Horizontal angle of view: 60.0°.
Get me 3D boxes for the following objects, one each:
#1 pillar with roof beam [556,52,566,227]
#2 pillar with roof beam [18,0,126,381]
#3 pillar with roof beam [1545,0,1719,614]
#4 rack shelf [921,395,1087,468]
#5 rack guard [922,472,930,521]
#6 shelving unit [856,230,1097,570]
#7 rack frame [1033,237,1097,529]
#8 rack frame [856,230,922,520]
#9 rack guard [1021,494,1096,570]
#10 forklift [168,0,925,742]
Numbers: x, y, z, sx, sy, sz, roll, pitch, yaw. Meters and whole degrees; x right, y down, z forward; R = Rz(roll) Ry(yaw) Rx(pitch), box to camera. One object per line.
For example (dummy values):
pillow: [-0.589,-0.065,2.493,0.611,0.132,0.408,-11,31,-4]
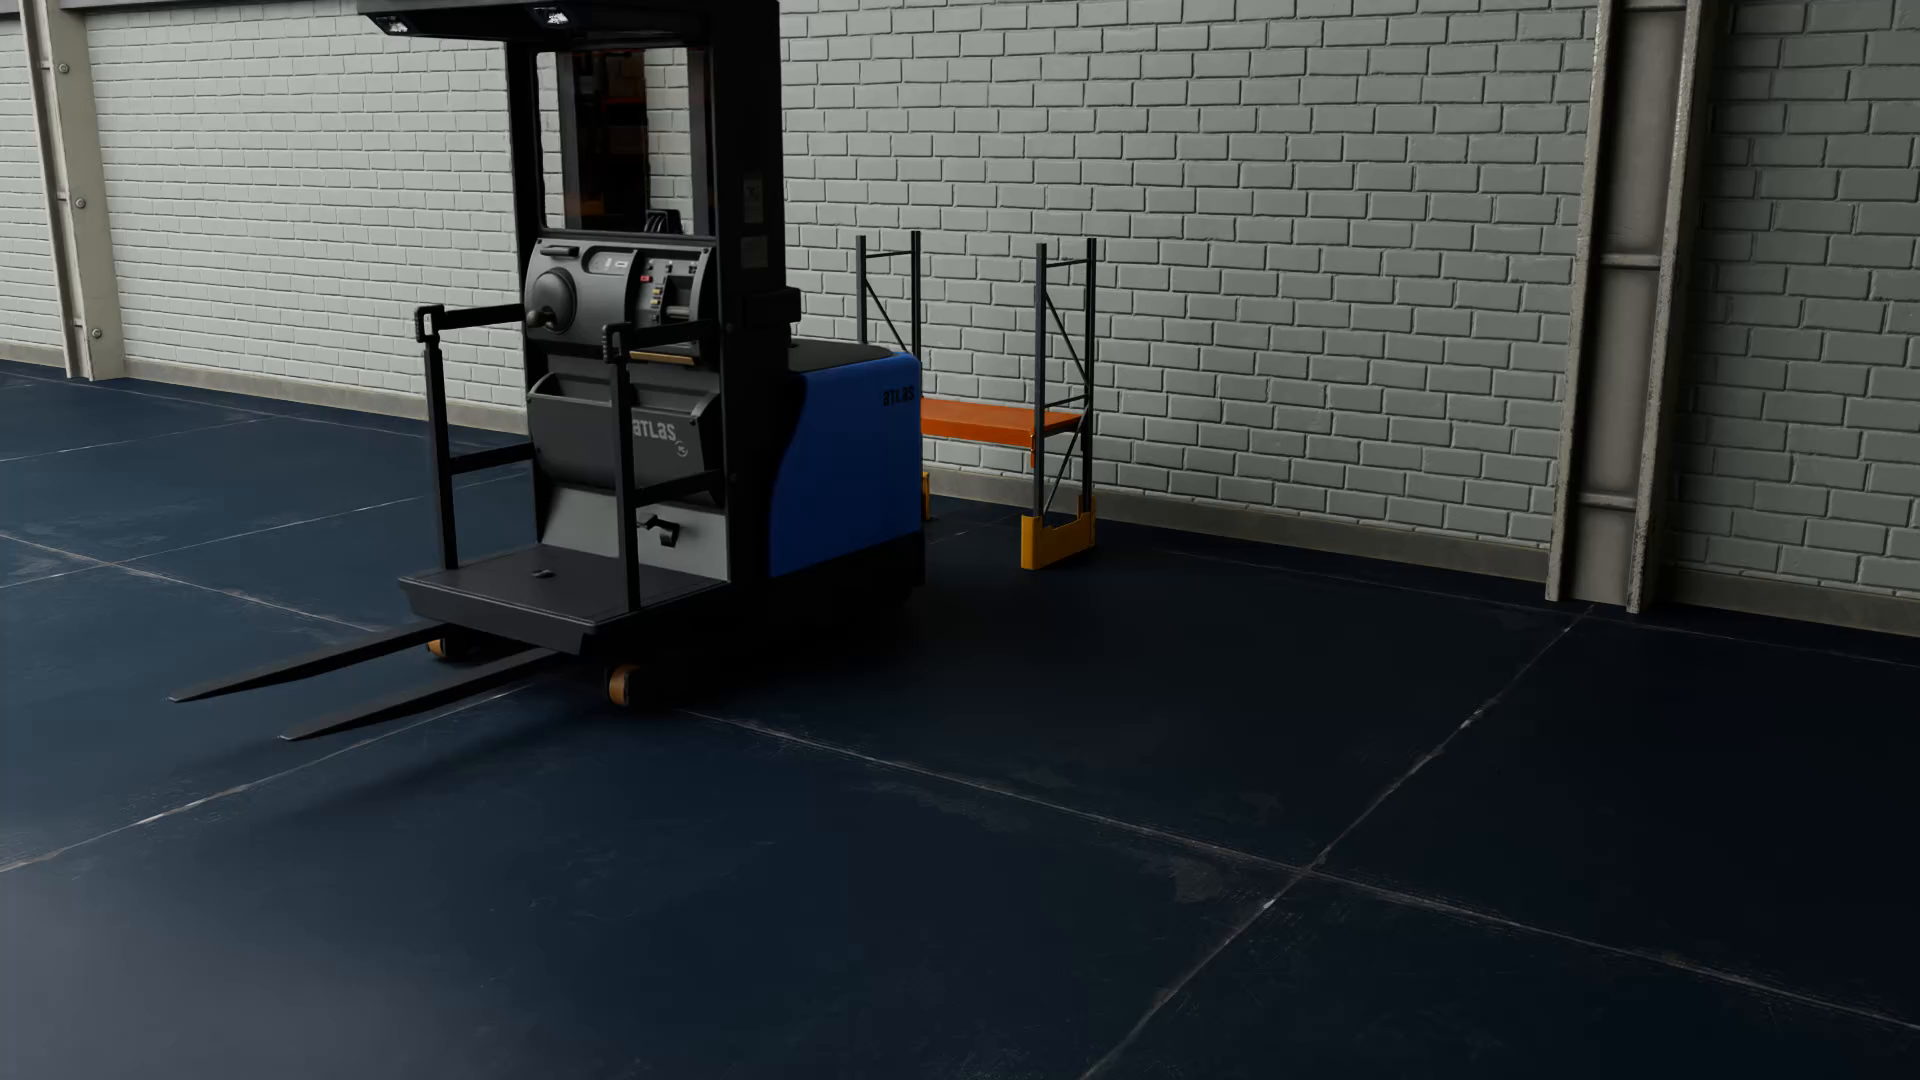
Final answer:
pillar with roof beam: [-4.573,-4.058,5.990,0.400,9.000,9.100,9,17,33]
pillar with roof beam: [-9.552,-4.863,9.241,0.400,9.000,9.100,9,17,33]
pillar with roof beam: [0.406,-3.254,2.740,0.400,9.000,9.100,9,17,33]
rack shelf: [0.071,-0.542,8.140,1.000,0.185,0.538,9,17,33]
rack guard: [-0.350,-0.178,8.522,0.087,0.250,0.587,9,17,33]
shelving unit: [0.063,-0.718,8.102,1.083,1.500,0.587,9,17,33]
rack frame: [0.493,-0.648,7.821,0.032,1.500,0.500,9,17,33]
rack frame: [-0.351,-0.785,8.372,0.032,1.500,0.500,9,17,33]
rack guard: [0.476,-0.044,7.982,0.087,0.250,0.587,9,17,33]
forklift: [-1.409,-0.951,6.066,1.130,2.935,3.031,10,17,34]
